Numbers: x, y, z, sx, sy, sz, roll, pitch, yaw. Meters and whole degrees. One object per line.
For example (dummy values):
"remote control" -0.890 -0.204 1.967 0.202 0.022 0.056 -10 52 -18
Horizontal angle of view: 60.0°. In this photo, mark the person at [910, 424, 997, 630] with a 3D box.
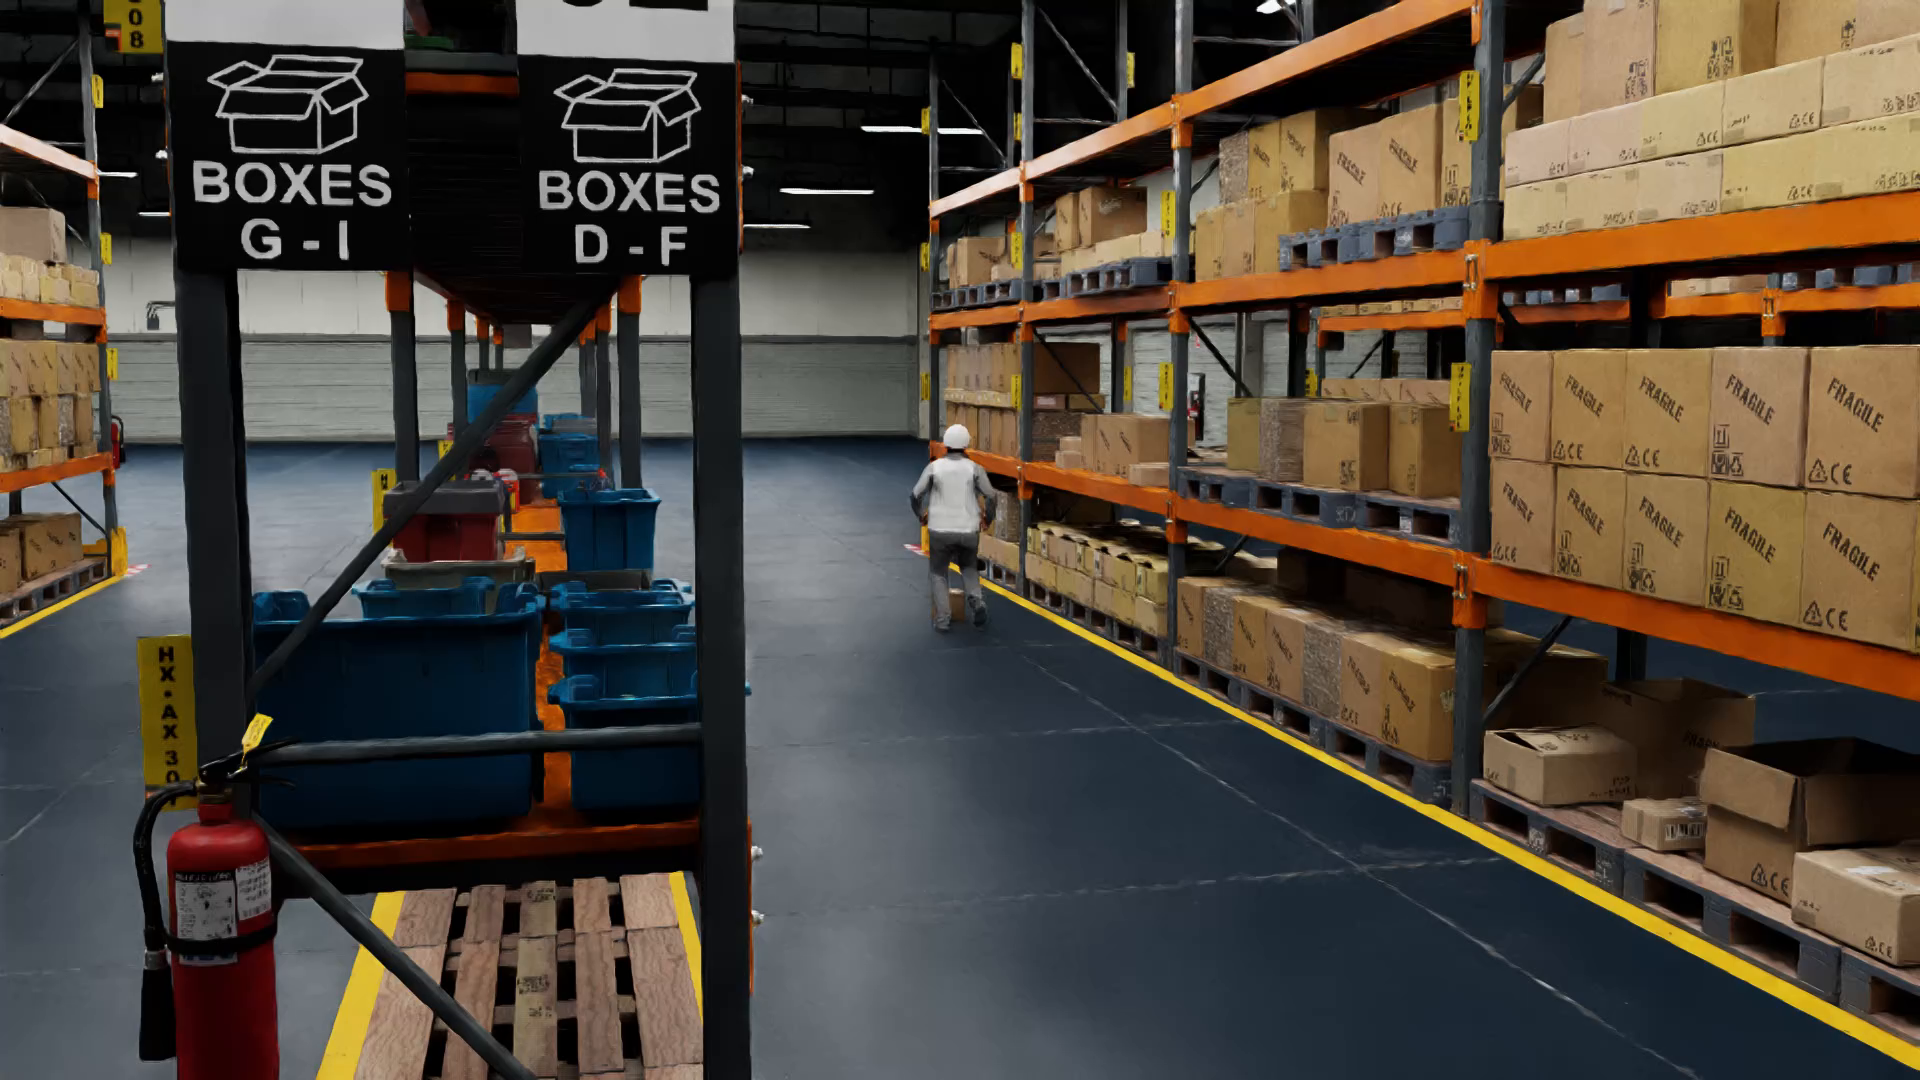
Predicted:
"person" -0.067 -0.111 13.953 0.716 1.734 0.503 -1 6 -8
